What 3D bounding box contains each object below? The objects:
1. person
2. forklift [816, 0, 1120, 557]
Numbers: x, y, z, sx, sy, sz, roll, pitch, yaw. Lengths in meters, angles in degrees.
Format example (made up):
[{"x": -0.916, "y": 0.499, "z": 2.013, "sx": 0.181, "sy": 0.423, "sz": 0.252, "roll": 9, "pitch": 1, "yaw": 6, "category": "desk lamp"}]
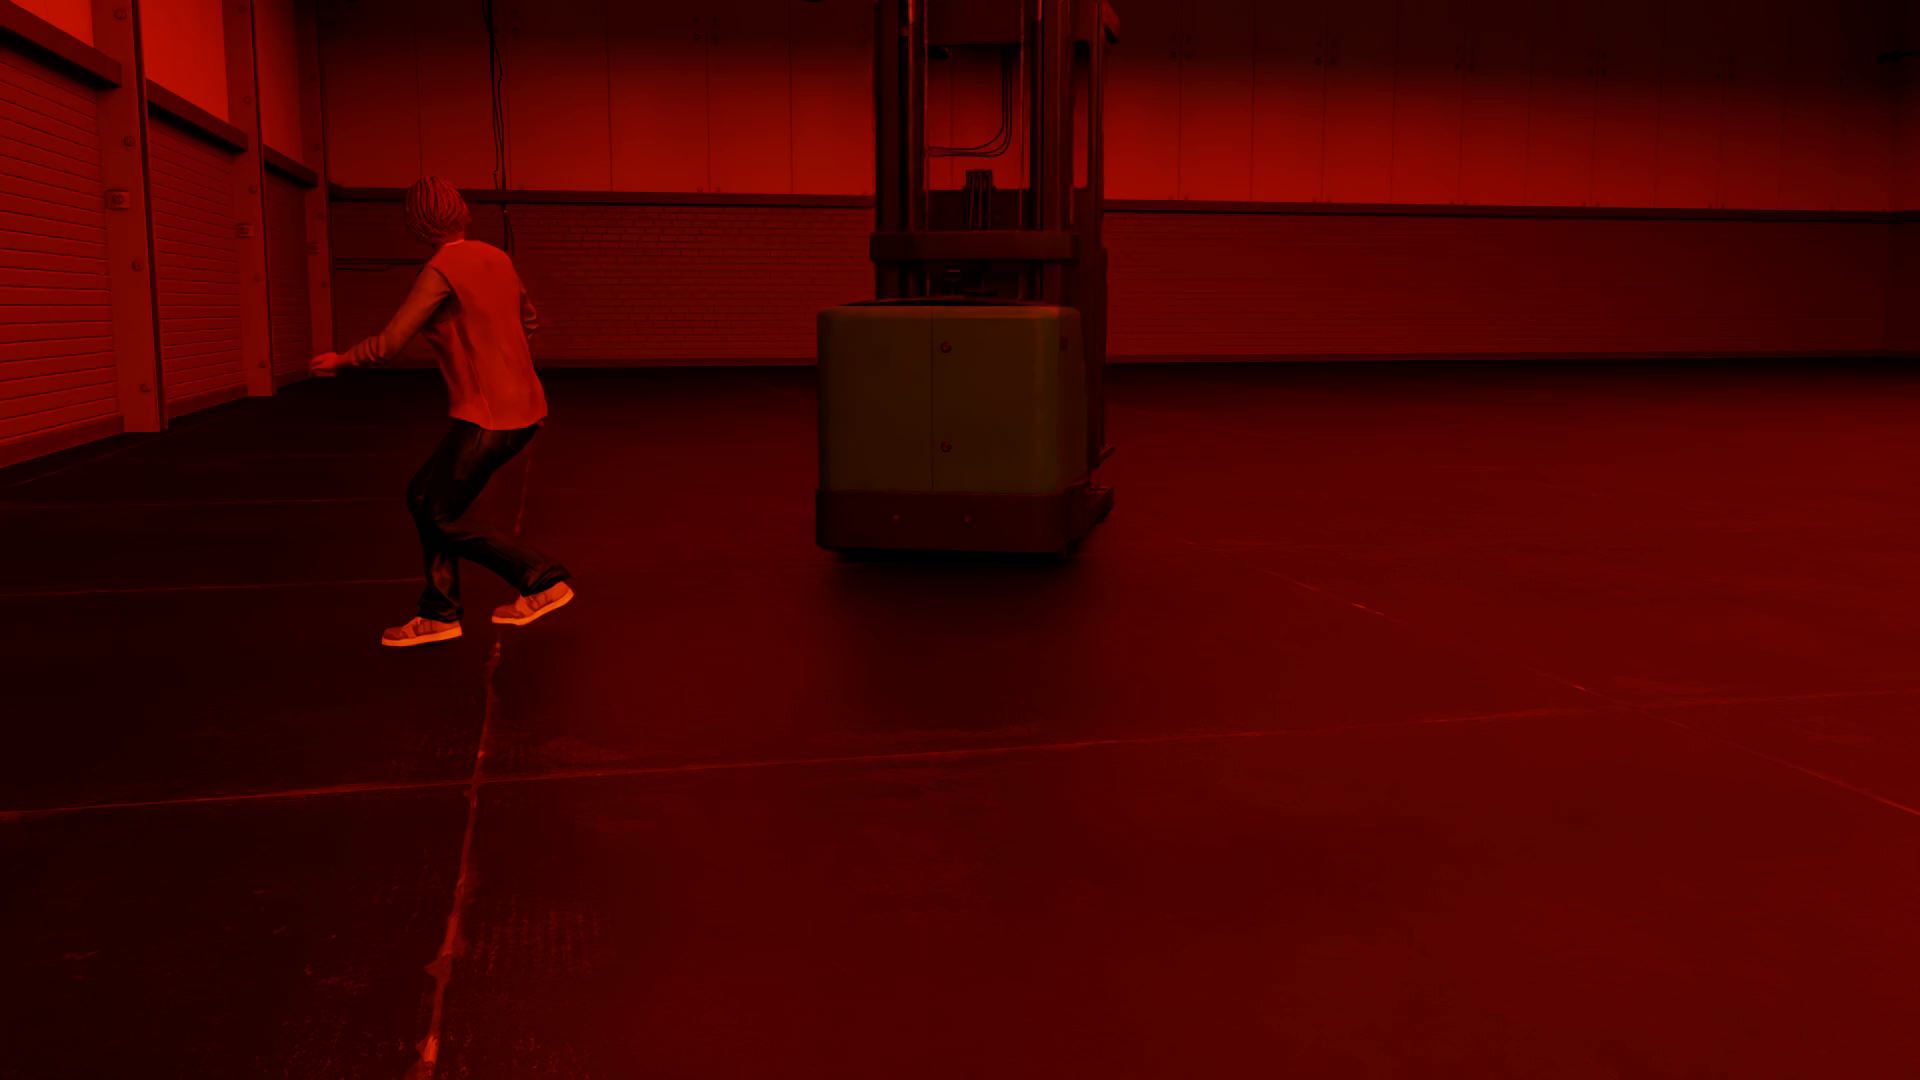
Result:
[{"x": -1.636, "y": -0.403, "z": 5.337, "sx": 0.770, "sy": 1.474, "sz": 0.745, "roll": 0, "pitch": 8, "yaw": 2, "category": "person"}, {"x": 0.185, "y": -1.545, "z": 8.168, "sx": 1.130, "sy": 2.935, "sz": 3.031, "roll": 2, "pitch": 8, "yaw": 11, "category": "forklift"}]
